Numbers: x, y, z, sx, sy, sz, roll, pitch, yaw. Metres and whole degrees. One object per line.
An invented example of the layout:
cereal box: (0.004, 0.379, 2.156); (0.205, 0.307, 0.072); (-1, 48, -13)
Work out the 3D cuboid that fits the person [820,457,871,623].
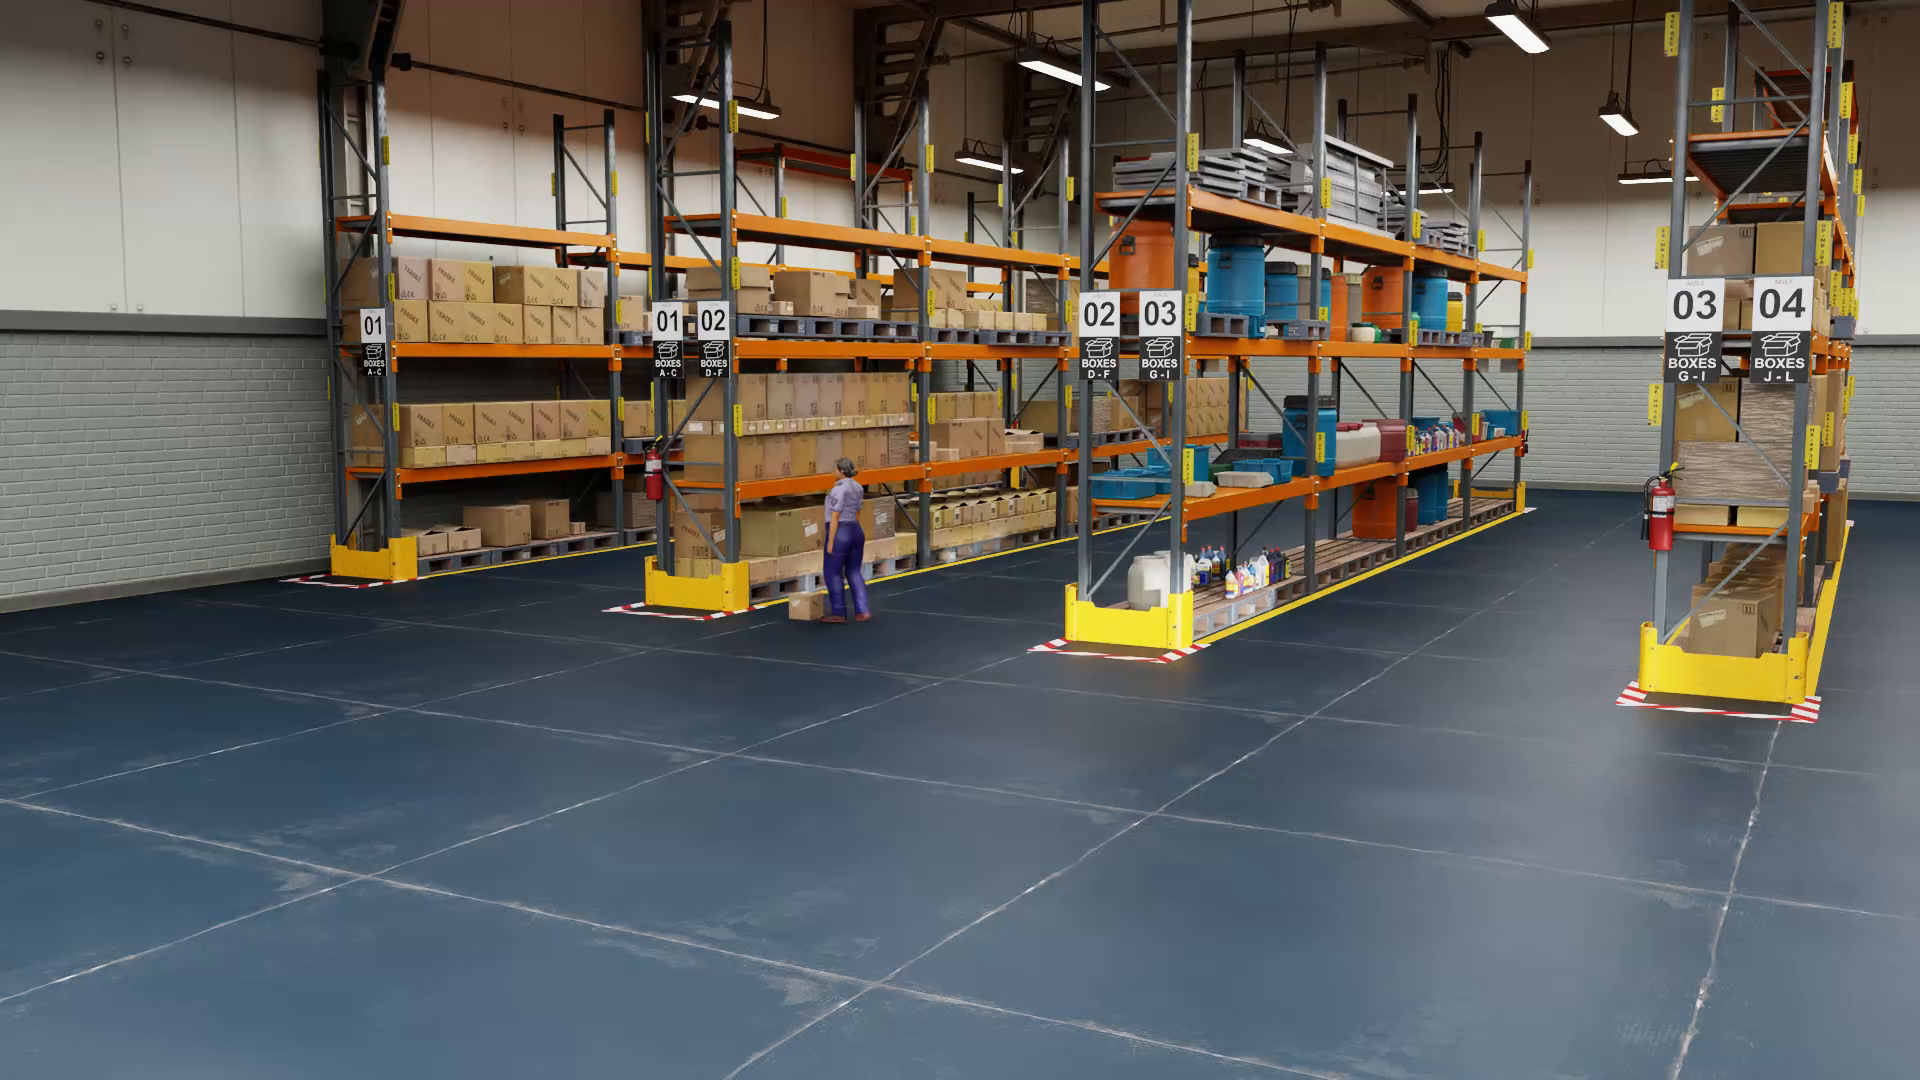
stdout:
person: (-1.153, 0.037, 16.481); (0.408, 1.716, 0.469); (3, 7, 30)
